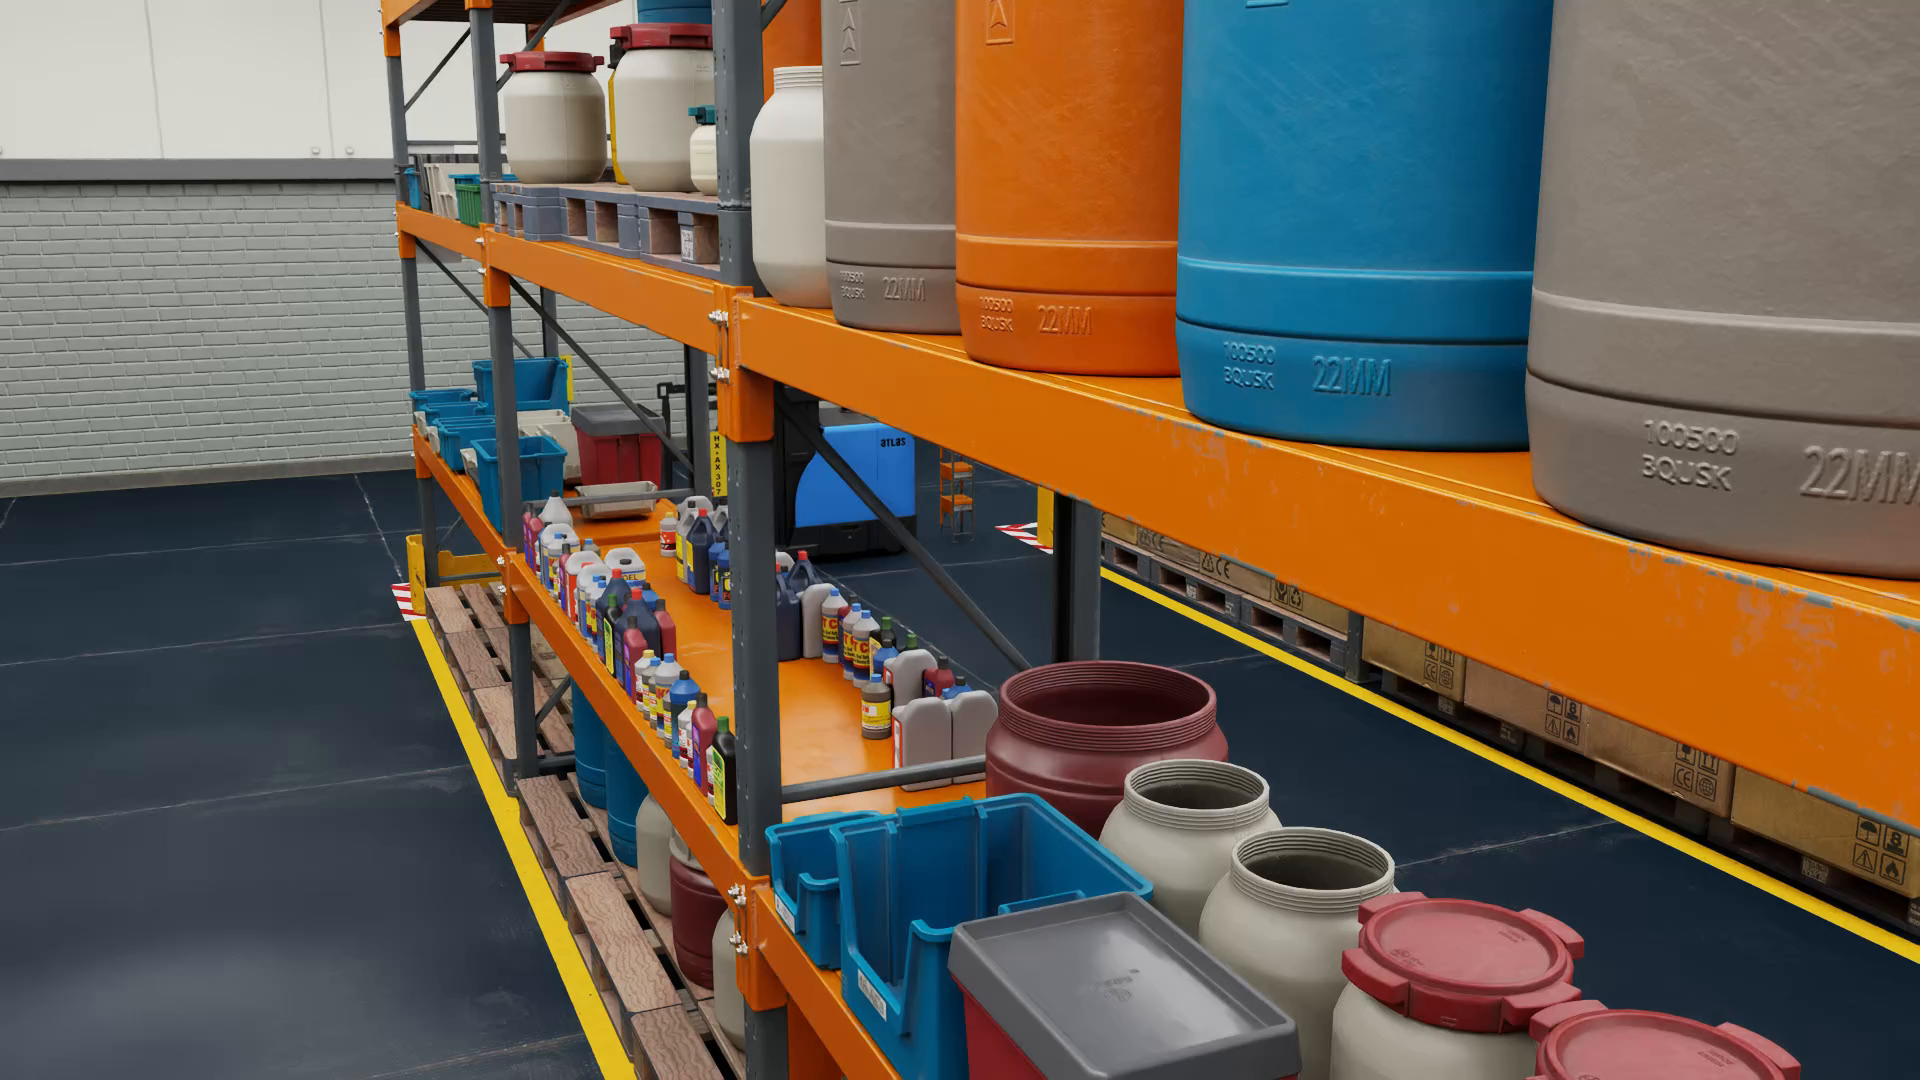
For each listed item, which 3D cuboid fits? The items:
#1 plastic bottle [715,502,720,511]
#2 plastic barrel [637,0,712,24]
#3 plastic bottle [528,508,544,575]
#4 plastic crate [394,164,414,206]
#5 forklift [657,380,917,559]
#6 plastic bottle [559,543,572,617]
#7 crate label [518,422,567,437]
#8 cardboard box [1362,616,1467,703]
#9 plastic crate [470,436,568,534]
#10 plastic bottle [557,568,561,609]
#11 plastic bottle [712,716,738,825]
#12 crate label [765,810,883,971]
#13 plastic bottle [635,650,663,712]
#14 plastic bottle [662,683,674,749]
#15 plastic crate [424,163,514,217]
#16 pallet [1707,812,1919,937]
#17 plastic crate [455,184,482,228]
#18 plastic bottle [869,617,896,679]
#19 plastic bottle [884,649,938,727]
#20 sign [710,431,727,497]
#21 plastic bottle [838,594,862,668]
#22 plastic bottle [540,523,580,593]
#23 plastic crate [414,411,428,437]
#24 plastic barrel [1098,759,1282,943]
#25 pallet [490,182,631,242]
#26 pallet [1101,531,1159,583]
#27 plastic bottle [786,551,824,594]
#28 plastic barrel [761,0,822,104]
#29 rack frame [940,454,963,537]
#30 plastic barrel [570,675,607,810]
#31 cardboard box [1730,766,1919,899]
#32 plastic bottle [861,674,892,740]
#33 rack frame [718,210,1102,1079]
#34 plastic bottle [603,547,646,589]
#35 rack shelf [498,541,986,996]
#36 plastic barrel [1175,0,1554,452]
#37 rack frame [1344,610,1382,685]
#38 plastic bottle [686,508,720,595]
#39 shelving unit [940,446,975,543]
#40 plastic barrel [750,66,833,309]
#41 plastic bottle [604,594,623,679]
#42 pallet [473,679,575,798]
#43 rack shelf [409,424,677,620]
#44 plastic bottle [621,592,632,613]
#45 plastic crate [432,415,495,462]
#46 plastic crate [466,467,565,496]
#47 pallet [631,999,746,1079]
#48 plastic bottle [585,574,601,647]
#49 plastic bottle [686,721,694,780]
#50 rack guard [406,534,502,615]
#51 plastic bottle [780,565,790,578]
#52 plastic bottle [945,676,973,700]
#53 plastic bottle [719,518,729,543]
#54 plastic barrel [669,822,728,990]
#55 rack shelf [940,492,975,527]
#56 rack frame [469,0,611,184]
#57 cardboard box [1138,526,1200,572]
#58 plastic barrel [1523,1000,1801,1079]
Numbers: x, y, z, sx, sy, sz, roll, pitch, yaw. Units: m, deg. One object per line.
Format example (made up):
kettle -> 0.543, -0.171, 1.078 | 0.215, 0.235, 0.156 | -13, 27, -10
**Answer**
plastic bottle -> -1.114, -0.039, 7.645 | 0.061, 0.283, 0.133 | -6, 14, -23
plastic barrel -> -0.879, -1.763, 6.140 | 0.600, 0.901, 0.708 | -6, 14, -23
plastic bottle -> -1.893, 0.007, 7.446 | 0.061, 0.283, 0.133 | -6, 14, -23
plastic crate -> -3.406, -2.311, 10.841 | 0.497, 0.269, 0.590 | -6, 14, -23
forklift -> -1.905, -1.285, 12.920 | 3.031, 2.935, 1.130 | -6, 14, -25
plastic bottle -> -1.591, 0.163, 6.772 | 0.061, 0.283, 0.133 | -6, 14, -23
crate label -> -2.575, -0.650, 10.479 | 0.396, 0.136, 0.243 | -6, 14, -23
cardboard box -> 3.111, 0.322, 9.607 | 1.225, 0.875, 0.875 | -6, 14, -23
plastic crate -> -2.202, -0.279, 8.325 | 0.392, 0.384, 0.575 | -6, 14, -23
plastic bottle -> -1.620, 0.177, 6.892 | 0.097, 0.201, 0.097 | 0, 13, 0
plastic bottle -> -0.653, 0.646, 4.683 | 0.061, 0.283, 0.133 | -6, 14, -23
crate label -> -0.275, 0.837, 3.972 | 0.303, 0.233, 0.416 | -6, 14, -23
plastic bottle -> -1.048, 0.472, 5.617 | 0.097, 0.201, 0.097 | 0, 13, 0
plastic bottle -> -0.892, 0.553, 5.269 | 0.097, 0.201, 0.097 | 0, 13, 0
plastic crate -> -2.700, -1.936, 9.193 | 0.437, 0.282, 0.530 | -6, 14, -23
pallet -> 4.191, 1.376, 7.456 | 1.003, 0.211, 1.213 | -6, 14, -23
plastic crate -> -2.149, -1.610, 7.992 | 0.450, 0.188, 0.662 | -6, 14, -23
plastic bottle -> -0.267, 0.398, 5.757 | 0.061, 0.283, 0.133 | -6, 14, -23
plastic bottle -> -0.163, 0.481, 5.415 | 0.152, 0.276, 0.135 | -6, 14, -23
sign -> -1.198, -0.376, 8.228 | 0.100, 0.325, 0.005 | -6, 14, -23
plastic bottle -> -0.398, 0.330, 6.050 | 0.061, 0.283, 0.133 | -6, 14, -23
plastic bottle -> -1.719, 0.074, 7.171 | 0.152, 0.276, 0.135 | -6, 14, -23
plastic crate -> -3.455, -0.764, 10.972 | 0.250, 0.136, 0.298 | -6, 14, -23
plastic barrel -> 0.508, 0.773, 3.628 | 0.421, 0.512, 0.421 | 0, 13, 0
pallet -> -1.299, -1.408, 7.067 | 1.213, 0.211, 1.003 | -6, 14, -23
pallet -> 1.626, 0.051, 13.181 | 1.003, 0.211, 1.213 | -6, 14, -23
plastic bottle -> -0.593, 0.220, 6.375 | 0.144, 0.351, 0.185 | -6, 14, -23
plastic barrel -> -0.325, -1.358, 4.549 | 0.600, 0.830, 0.708 | -6, 14, -23
rack frame -> -0.070, -0.548, 13.908 | 0.200, 1.050, 0.008 | -6, 14, -23
plastic barrel -> -1.500, 0.740, 7.743 | 0.600, 0.901, 0.708 | -6, 14, -23
cardboard box -> 4.181, 0.873, 7.224 | 1.225, 0.875, 0.875 | -6, 14, -26
plastic bottle -> -0.269, 0.532, 5.358 | 0.097, 0.201, 0.097 | 0, 13, 0
rack frame -> -0.100, 0.635, 4.475 | 1.000, 3.000, 0.127 | -6, 14, -23
plastic bottle -> -1.356, 0.176, 6.731 | 0.152, 0.276, 0.135 | -6, 14, -23
rack shelf -> -0.901, 0.572, 6.342 | 1.077, 0.370, 4.000 | -6, 14, -23
plastic barrel -> 0.576, -0.600, 2.047 | 0.600, 0.901, 0.708 | -6, 14, -23
rack frame -> 2.836, -0.639, 9.979 | 1.000, 3.000, 0.127 | -6, 14, -23
plastic bottle -> -1.092, 0.044, 7.137 | 0.144, 0.351, 0.185 | -6, 14, -23
shelving unit -> -0.021, -0.523, 13.799 | 0.215, 1.050, 0.252 | -6, 14, -23
plastic barrel -> -0.256, -0.789, 3.727 | 0.421, 0.512, 0.421 | 0, 13, 0
plastic bottle -> -1.238, 0.345, 5.987 | 0.061, 0.283, 0.133 | -6, 14, -23
pallet -> -2.032, 1.018, 9.001 | 1.003, 0.211, 1.213 | -6, 14, -23
rack shelf -> -2.504, -0.254, 9.912 | 1.077, 0.370, 4.000 | -6, 14, -23
plastic bottle -> -1.183, 0.339, 6.011 | 0.061, 0.283, 0.133 | -6, 14, -23
plastic crate -> -2.980, -0.613, 10.104 | 0.416, 0.233, 0.300 | -6, 14, -23
plastic crate -> -2.397, -0.294, 8.964 | 0.437, 0.125, 0.590 | -6, 14, -23
pallet -> -0.454, 1.834, 5.477 | 1.003, 0.211, 1.213 | -6, 14, -23
plastic bottle -> -1.381, 0.267, 6.351 | 0.097, 0.271, 0.097 | 0, 13, 0
plastic bottle -> -0.775, 0.613, 5.008 | 0.097, 0.201, 0.097 | 0, 13, 0
rack guard -> -3.326, 0.196, 11.915 | 1.175, 0.500, 0.348 | -6, 14, -23
plastic bottle -> -0.684, 0.233, 6.496 | 0.097, 0.271, 0.097 | 0, 13, 0
plastic bottle -> 0.001, 0.552, 5.116 | 0.097, 0.271, 0.097 | 0, 13, 0
plastic bottle -> -0.960, 0.031, 7.194 | 0.144, 0.351, 0.185 | -6, 14, -23
plastic barrel -> -0.764, 1.272, 6.138 | 0.600, 0.588, 0.708 | -6, 14, -23
rack shelf -> -0.021, -0.241, 13.864 | 0.215, 0.259, 0.240 | -6, 14, -23
rack frame -> -1.702, -3.114, 7.369 | 1.000, 3.000, 0.127 | -6, 14, -23
cardboard box -> 1.928, -0.322, 12.389 | 0.875, 0.875, 0.875 | -6, 14, -23
plastic barrel -> 1.026, 1.026, 2.484 | 0.433, 0.535, 0.433 | 0, 13, 0
